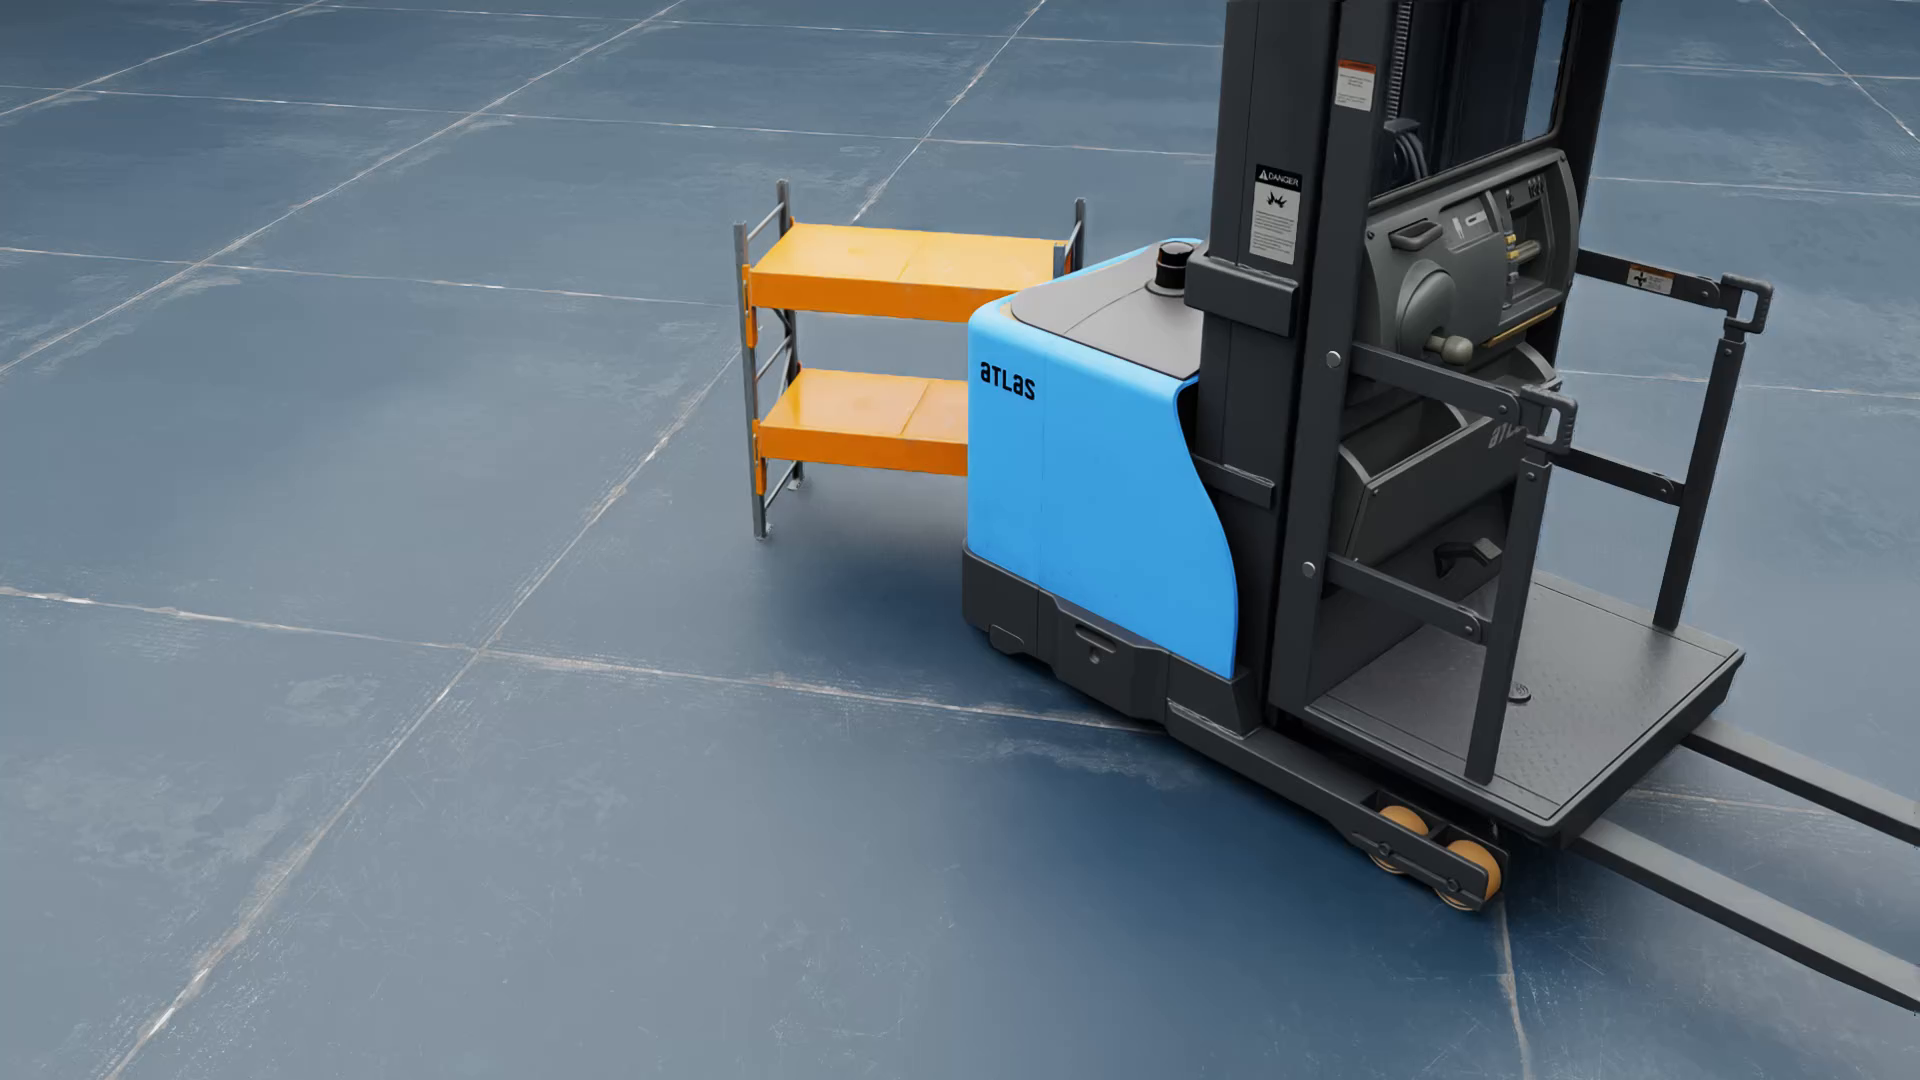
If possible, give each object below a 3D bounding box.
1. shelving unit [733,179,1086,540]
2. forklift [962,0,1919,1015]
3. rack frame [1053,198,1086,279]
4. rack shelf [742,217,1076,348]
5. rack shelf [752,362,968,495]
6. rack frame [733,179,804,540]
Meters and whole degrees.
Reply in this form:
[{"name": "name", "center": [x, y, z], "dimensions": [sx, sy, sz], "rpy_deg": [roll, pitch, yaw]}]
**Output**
[{"name": "shelving unit", "center": [-0.149, -0.562, 5.605], "dimensions": [1.048, 1.125, 0.538], "rpy_deg": [6, 29, 10]}, {"name": "forklift", "center": [1.399, -0.658, 3.900], "dimensions": [1.130, 2.935, 3.031], "rpy_deg": [-25, 38, -38]}, {"name": "rack frame", "center": [0.349, -0.512, 5.514], "dimensions": [0.032, 1.125, 0.500], "rpy_deg": [6, 29, 10]}, {"name": "rack shelf", "center": [-0.149, -0.819, 5.465], "dimensions": [1.000, 0.278, 0.538], "rpy_deg": [6, 29, 10]}, {"name": "rack shelf", "center": [-0.149, -0.348, 5.723], "dimensions": [1.000, 0.278, 0.538], "rpy_deg": [6, 29, 10]}, {"name": "rack frame", "center": [-0.646, -0.612, 5.697], "dimensions": [0.032, 1.125, 0.500], "rpy_deg": [6, 29, 10]}]
